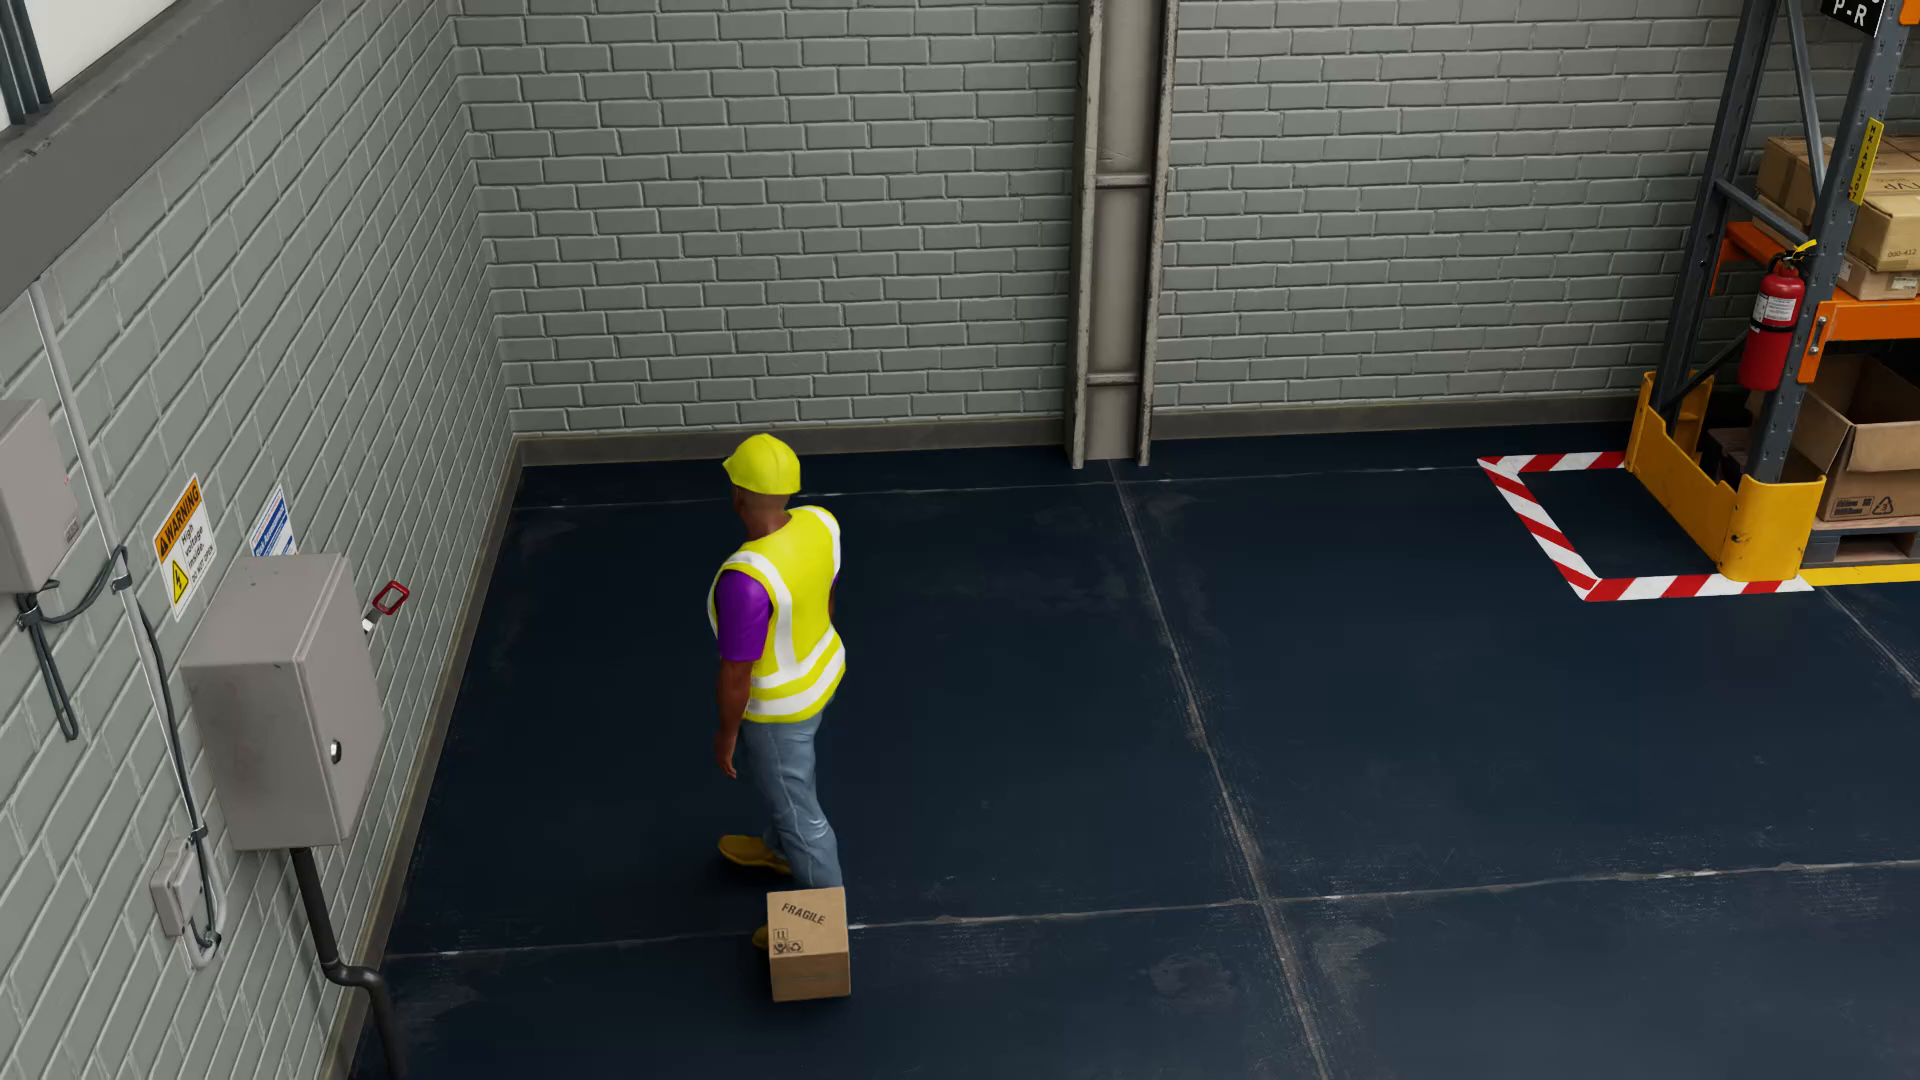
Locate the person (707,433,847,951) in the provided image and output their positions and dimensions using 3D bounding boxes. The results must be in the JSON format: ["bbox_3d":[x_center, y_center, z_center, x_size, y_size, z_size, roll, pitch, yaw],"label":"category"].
[{"bbox_3d":[-0.613,0.456,5.301,0.570,1.763,0.654,10,32,17],"label":"person"}]
